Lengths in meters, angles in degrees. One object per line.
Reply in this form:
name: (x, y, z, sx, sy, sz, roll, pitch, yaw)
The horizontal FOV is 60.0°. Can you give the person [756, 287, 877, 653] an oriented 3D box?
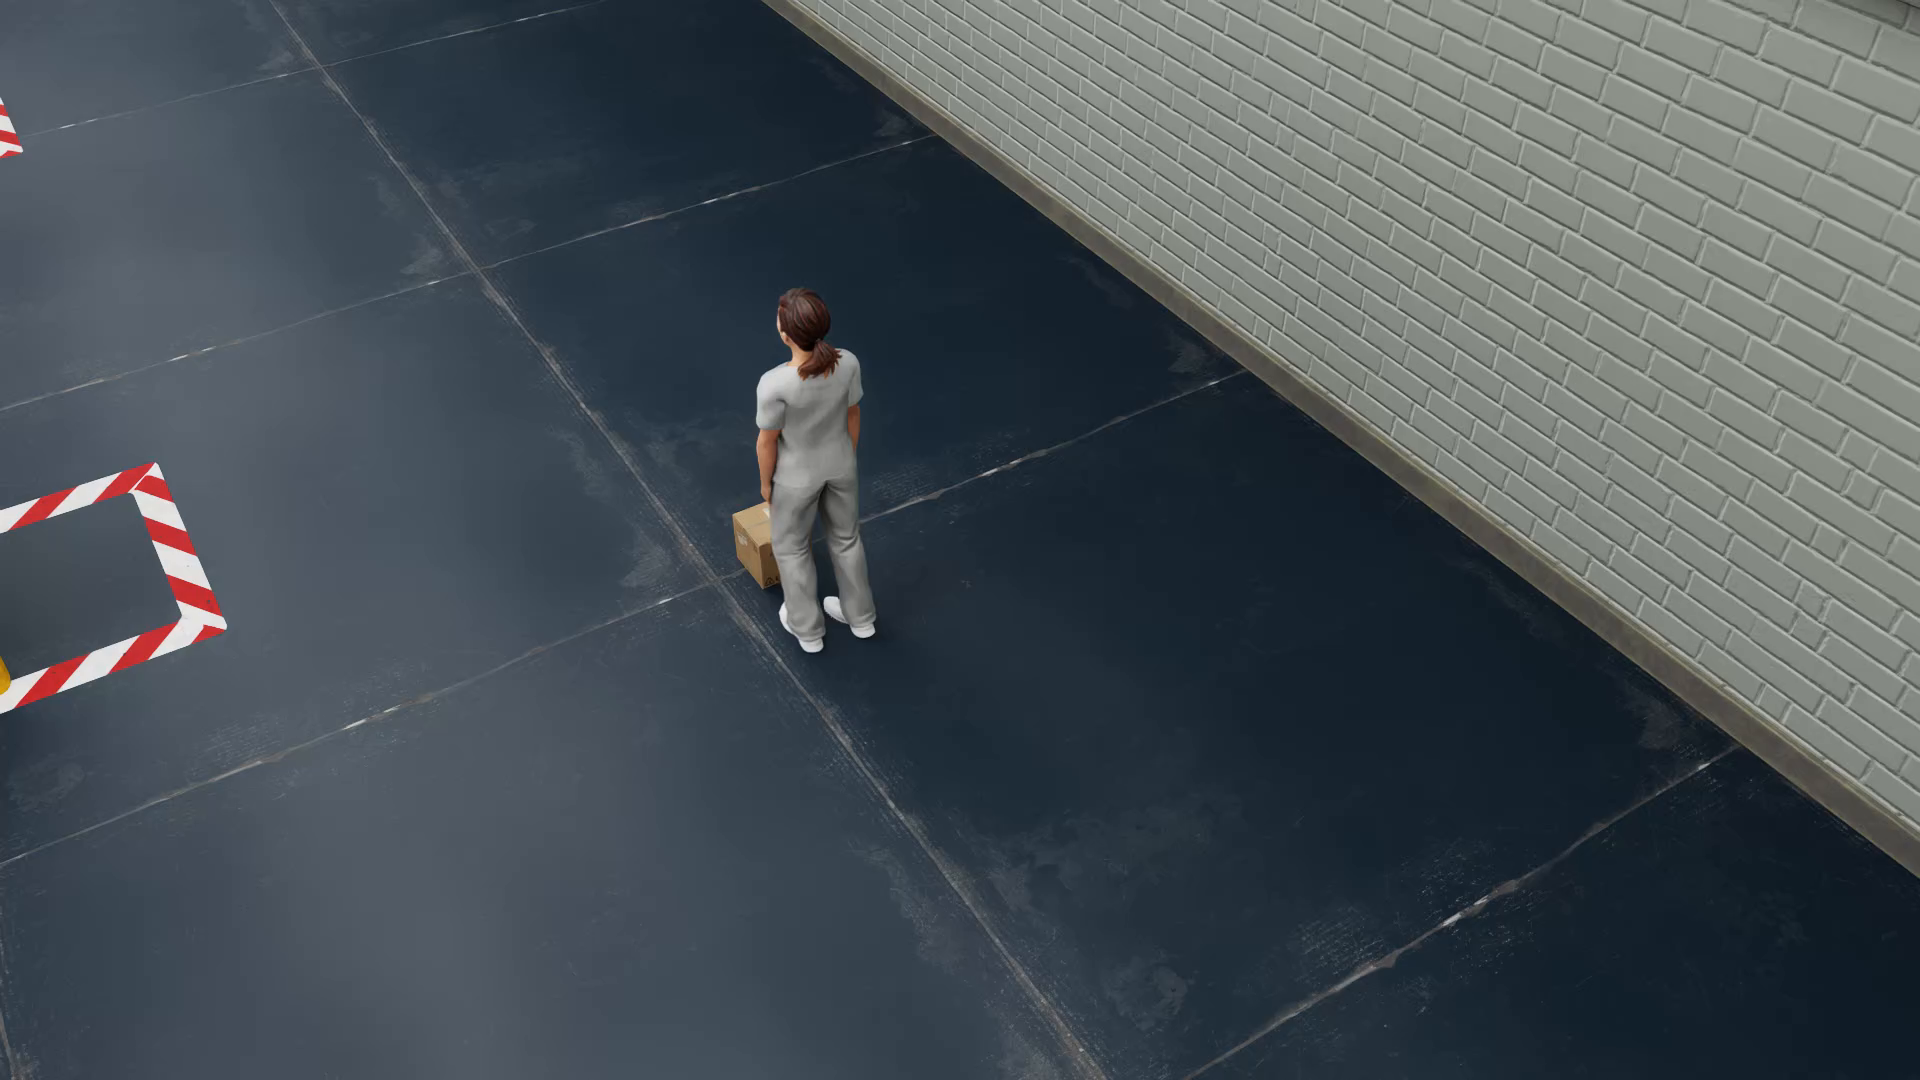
person: (-0.578, -0.254, 6.467, 0.437, 1.679, 0.361, -21, 45, -23)
